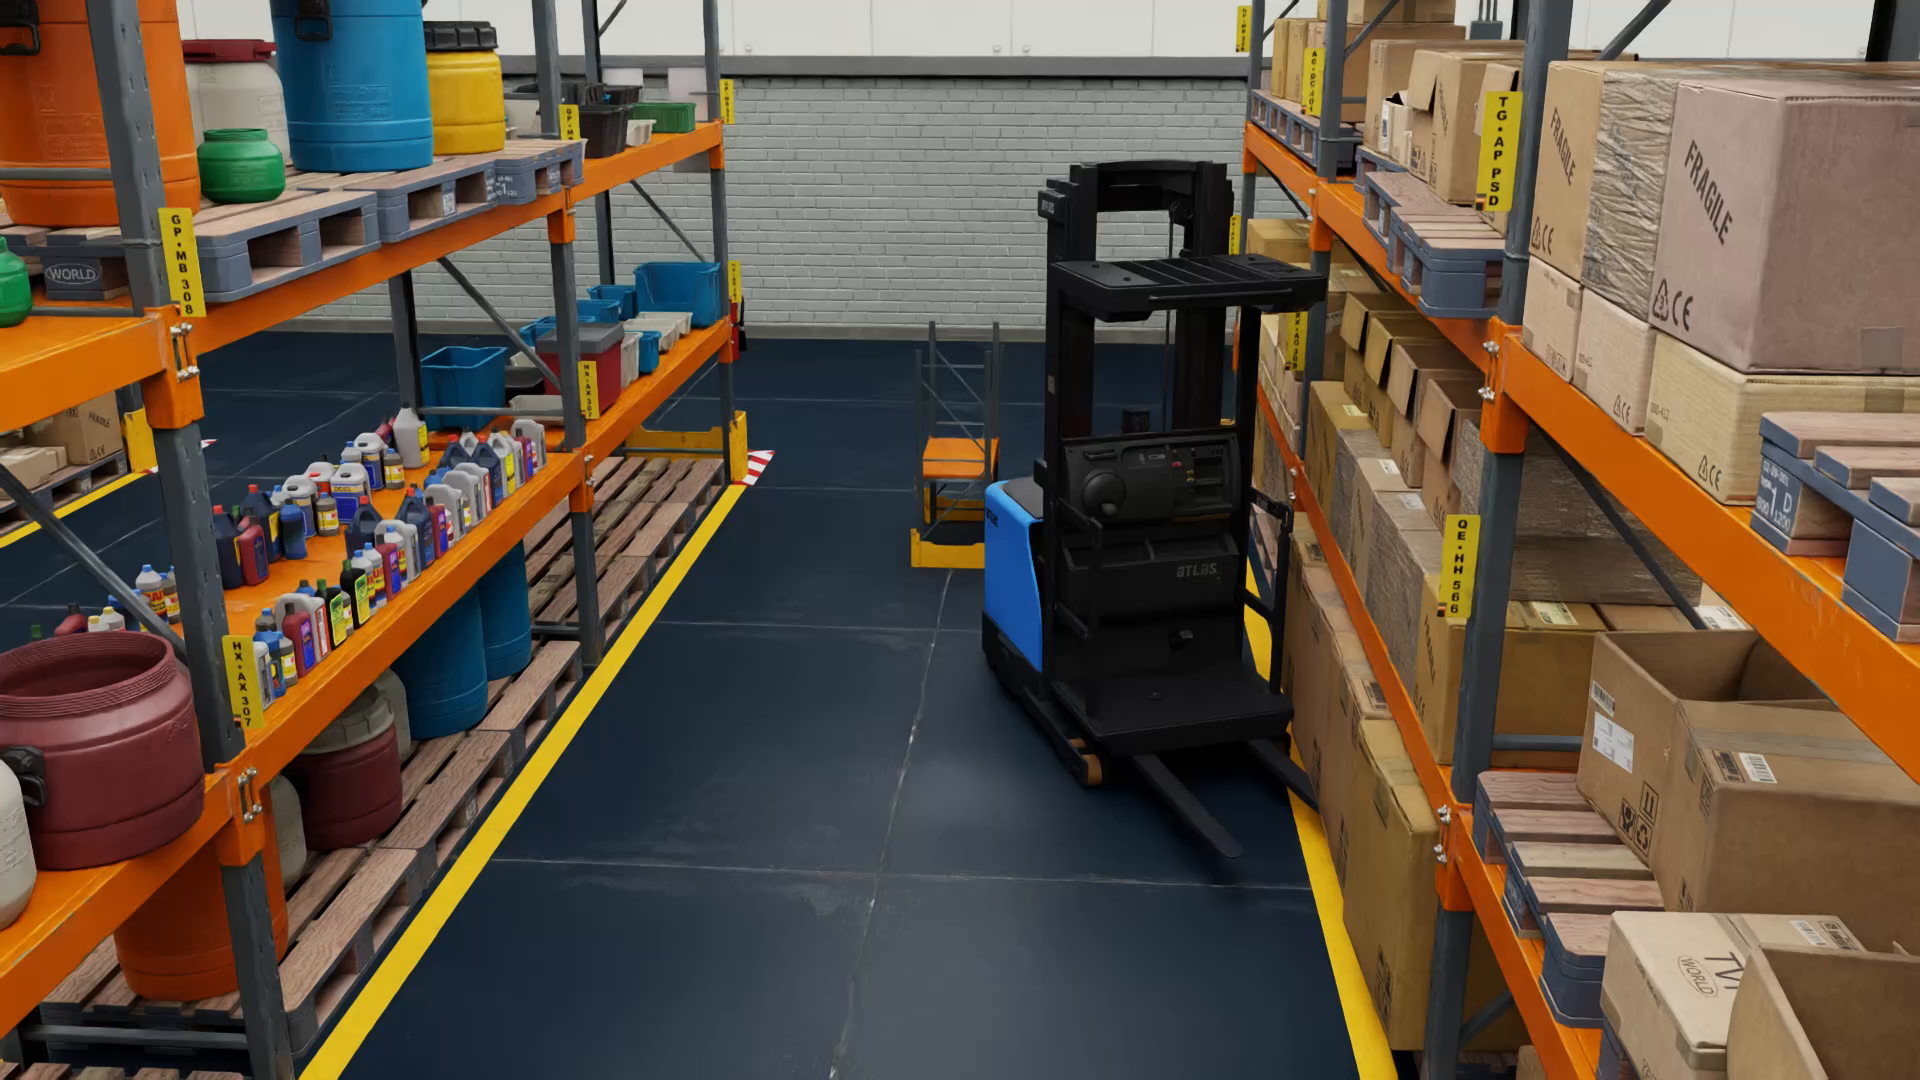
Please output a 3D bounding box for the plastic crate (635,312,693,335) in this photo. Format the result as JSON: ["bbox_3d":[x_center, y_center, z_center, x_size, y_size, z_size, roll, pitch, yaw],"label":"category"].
[{"bbox_3d":[-2.192,-1.598,12.311,0.396,0.136,0.243,1,18,4],"label":"plastic crate"}]

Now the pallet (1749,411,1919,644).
[{"bbox_3d":[1.988,0.037,2.476,1.213,0.211,1.003,1,18,4],"label":"pallet"}]

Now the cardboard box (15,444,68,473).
[{"bbox_3d":[-7.167,-0.629,12.868,0.380,0.166,0.250,1,18,4],"label":"cardboard box"}]

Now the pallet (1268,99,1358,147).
[{"bbox_3d":[2.498,-2.615,10.410,1.003,0.211,1.213,1,18,4],"label":"pallet"}]

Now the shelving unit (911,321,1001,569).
[{"bbox_3d":[-0.005,-0.689,11.617,0.587,1.500,1.083,1,18,4],"label":"shelving unit"}]

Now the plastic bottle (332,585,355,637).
[{"bbox_3d":[-2.456,0.279,6.574,0.097,0.201,0.097,0,18,0],"label":"plastic bottle"}]

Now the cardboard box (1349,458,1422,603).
[{"bbox_3d":[1.954,-0.038,7.060,0.500,0.500,0.500,2,18,5],"label":"cardboard box"}]

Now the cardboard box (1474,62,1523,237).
[{"bbox_3d":[2.024,-1.222,5.179,0.797,0.503,0.637,2,18,7],"label":"cardboard box"}]

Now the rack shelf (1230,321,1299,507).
[{"bbox_3d":[2.483,-0.879,10.943,1.077,0.370,4.000,1,18,4],"label":"rack shelf"}]

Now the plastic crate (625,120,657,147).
[{"bbox_3d":[-2.215,-2.605,10.663,0.437,0.136,0.530,1,18,4],"label":"plastic crate"}]

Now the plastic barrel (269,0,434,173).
[{"bbox_3d":[-2.571,-2.040,7.035,0.600,0.901,0.708,1,18,4],"label":"plastic barrel"}]

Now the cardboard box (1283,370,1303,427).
[{"bbox_3d":[2.109,-0.813,9.349,0.500,0.250,0.500,1,18,3],"label":"cardboard box"}]

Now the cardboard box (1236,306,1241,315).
[{"bbox_3d":[2.322,-1.769,12.268,0.500,0.250,0.500,1,18,2],"label":"cardboard box"}]

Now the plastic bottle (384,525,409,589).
[{"bbox_3d":[-2.416,0.072,7.093,0.097,0.271,0.097,0,18,0],"label":"plastic bottle"}]

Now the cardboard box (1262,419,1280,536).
[{"bbox_3d":[2.595,-0.549,11.518,0.875,0.875,0.875,1,18,4],"label":"cardboard box"}]

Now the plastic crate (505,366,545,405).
[{"bbox_3d":[-2.789,-0.962,10.386,0.437,0.125,0.590,1,18,4],"label":"plastic crate"}]

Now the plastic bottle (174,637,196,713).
[{"bbox_3d":[-2.686,0.460,5.900,0.152,0.276,0.135,1,18,4],"label":"plastic bottle"}]

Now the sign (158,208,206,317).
[{"bbox_3d":[-2.338,-0.833,5.000,0.100,0.325,0.005,1,18,4],"label":"sign"}]

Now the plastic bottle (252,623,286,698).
[{"bbox_3d":[-2.499,0.431,5.998,0.097,0.271,0.097,0,18,0],"label":"plastic bottle"}]

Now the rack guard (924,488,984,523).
[{"bbox_3d":[0.030,-0.250,12.284,0.587,0.250,0.087,1,18,4],"label":"rack guard"}]

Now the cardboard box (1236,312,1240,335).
[{"bbox_3d":[2.271,-1.620,12.452,0.380,0.149,0.250,1,18,5],"label":"cardboard box"}]

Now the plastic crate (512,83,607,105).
[{"bbox_3d":[-2.698,-2.880,11.178,0.504,0.338,0.767,1,18,4],"label":"plastic crate"}]

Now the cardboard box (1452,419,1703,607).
[{"bbox_3d":[2.121,-0.108,5.665,0.797,0.503,0.637,2,18,6],"label":"cardboard box"}]

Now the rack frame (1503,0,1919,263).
[{"bbox_3d":[2.053,-2.208,4.210,1.000,3.000,0.127,1,18,4],"label":"rack frame"}]

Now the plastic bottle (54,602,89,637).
[{"bbox_3d":[-3.268,0.381,6.131,0.061,0.283,0.133,1,18,4],"label":"plastic bottle"}]

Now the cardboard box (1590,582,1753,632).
[{"bbox_3d":[2.359,0.450,5.571,0.500,0.500,0.500,2,18,6],"label":"cardboard box"}]

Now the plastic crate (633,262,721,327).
[{"bbox_3d":[-2.152,-1.890,12.720,0.616,0.435,0.499,1,18,4],"label":"plastic crate"}]

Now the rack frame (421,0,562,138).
[{"bbox_3d":[-2.601,-3.561,8.339,1.000,3.000,0.127,1,18,4],"label":"rack frame"}]

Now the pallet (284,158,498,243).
[{"bbox_3d":[-2.638,-1.448,7.011,1.003,0.211,1.213,1,18,4],"label":"pallet"}]

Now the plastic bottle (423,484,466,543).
[{"bbox_3d":[-2.395,-0.138,7.725,0.152,0.276,0.135,1,18,4],"label":"plastic bottle"}]

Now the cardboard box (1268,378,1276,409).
[{"bbox_3d":[2.108,-0.902,10.262,0.380,0.149,0.250,2,18,5],"label":"cardboard box"}]

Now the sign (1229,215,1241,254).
[{"bbox_3d":[2.073,-2.305,12.623,0.100,0.325,0.005,1,18,4],"label":"sign"}]

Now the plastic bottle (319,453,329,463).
[{"bbox_3d":[-3.116,-0.275,8.131,0.061,0.283,0.133,1,18,4],"label":"plastic bottle"}]

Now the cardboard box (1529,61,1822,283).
[{"bbox_3d":[1.762,-0.928,4.156,0.500,0.500,0.500,1,18,4],"label":"cardboard box"}]

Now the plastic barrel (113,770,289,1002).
[{"bbox_3d":[-2.870,1.212,6.219,0.600,0.830,0.708,1,18,4],"label":"plastic barrel"}]

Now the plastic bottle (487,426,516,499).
[{"bbox_3d":[-2.340,-0.394,8.387,0.144,0.351,0.185,1,18,4],"label":"plastic bottle"}]

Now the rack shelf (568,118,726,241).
[{"bbox_3d":[-2.458,-2.415,10.814,1.077,0.370,4.000,1,18,4],"label":"rack shelf"}]

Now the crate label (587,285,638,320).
[{"bbox_3d":[-2.660,-1.832,12.870,0.416,0.233,0.303,1,18,4],"label":"crate label"}]

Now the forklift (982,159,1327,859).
[{"bbox_3d":[1.037,-0.309,8.160,1.130,2.935,3.031,-5,19,-16],"label":"forklift"}]

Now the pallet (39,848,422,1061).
[{"bbox_3d":[-2.873,1.611,6.666,1.003,0.211,1.213,1,18,4],"label":"pallet"}]

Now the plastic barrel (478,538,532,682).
[{"bbox_3d":[-2.657,0.256,9.020,0.600,0.901,0.708,1,18,4],"label":"plastic barrel"}]

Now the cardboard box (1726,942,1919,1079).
[{"bbox_3d":[1.798,1.096,2.921,0.797,0.503,0.637,3,18,10],"label":"cardboard box"}]

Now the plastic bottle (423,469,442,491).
[{"bbox_3d":[-2.504,-0.205,7.937,0.097,0.271,0.097,0,18,0],"label":"plastic bottle"}]

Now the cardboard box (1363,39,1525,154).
[{"bbox_3d":[2.308,-2.092,7.837,0.700,0.500,0.500,2,18,5],"label":"cardboard box"}]

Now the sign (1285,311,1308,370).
[{"bbox_3d":[1.786,-1.061,8.825,0.100,0.325,0.005,1,18,4],"label":"sign"}]

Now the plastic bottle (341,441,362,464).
[{"bbox_3d":[-3.076,-0.365,8.426,0.097,0.271,0.097,0,18,0],"label":"plastic bottle"}]

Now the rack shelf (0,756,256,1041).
[{"bbox_3d":[-3.031,1.495,3.698,1.077,0.370,4.000,1,18,4],"label":"rack shelf"}]

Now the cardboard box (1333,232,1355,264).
[{"bbox_3d":[2.853,-2.111,12.108,0.500,0.500,0.500,2,18,5],"label":"cardboard box"}]

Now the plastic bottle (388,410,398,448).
[{"bbox_3d":[-3.053,-0.550,8.973,0.061,0.283,0.133,1,18,4],"label":"plastic bottle"}]

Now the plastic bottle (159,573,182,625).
[{"bbox_3d":[-3.206,0.233,6.713,0.097,0.201,0.097,0,18,0],"label":"plastic bottle"}]

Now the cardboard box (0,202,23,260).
[{"bbox_3d":[-7.080,-2.124,11.823,0.500,0.500,0.500,2,18,5],"label":"cardboard box"}]

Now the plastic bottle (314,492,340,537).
[{"bbox_3d":[-2.971,-0.124,7.803,0.097,0.201,0.097,0,18,0],"label":"plastic bottle"}]

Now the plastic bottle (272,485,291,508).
[{"bbox_3d":[-3.133,-0.119,7.675,0.097,0.271,0.097,0,18,0],"label":"plastic bottle"}]

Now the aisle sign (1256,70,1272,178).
[{"bbox_3d":[2.332,-3.106,12.411,0.394,0.787,0.004,1,18,4],"label":"aisle sign"}]

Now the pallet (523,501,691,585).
[{"bbox_3d":[-2.502,0.006,11.566,1.003,0.211,1.213,1,18,4],"label":"pallet"}]
